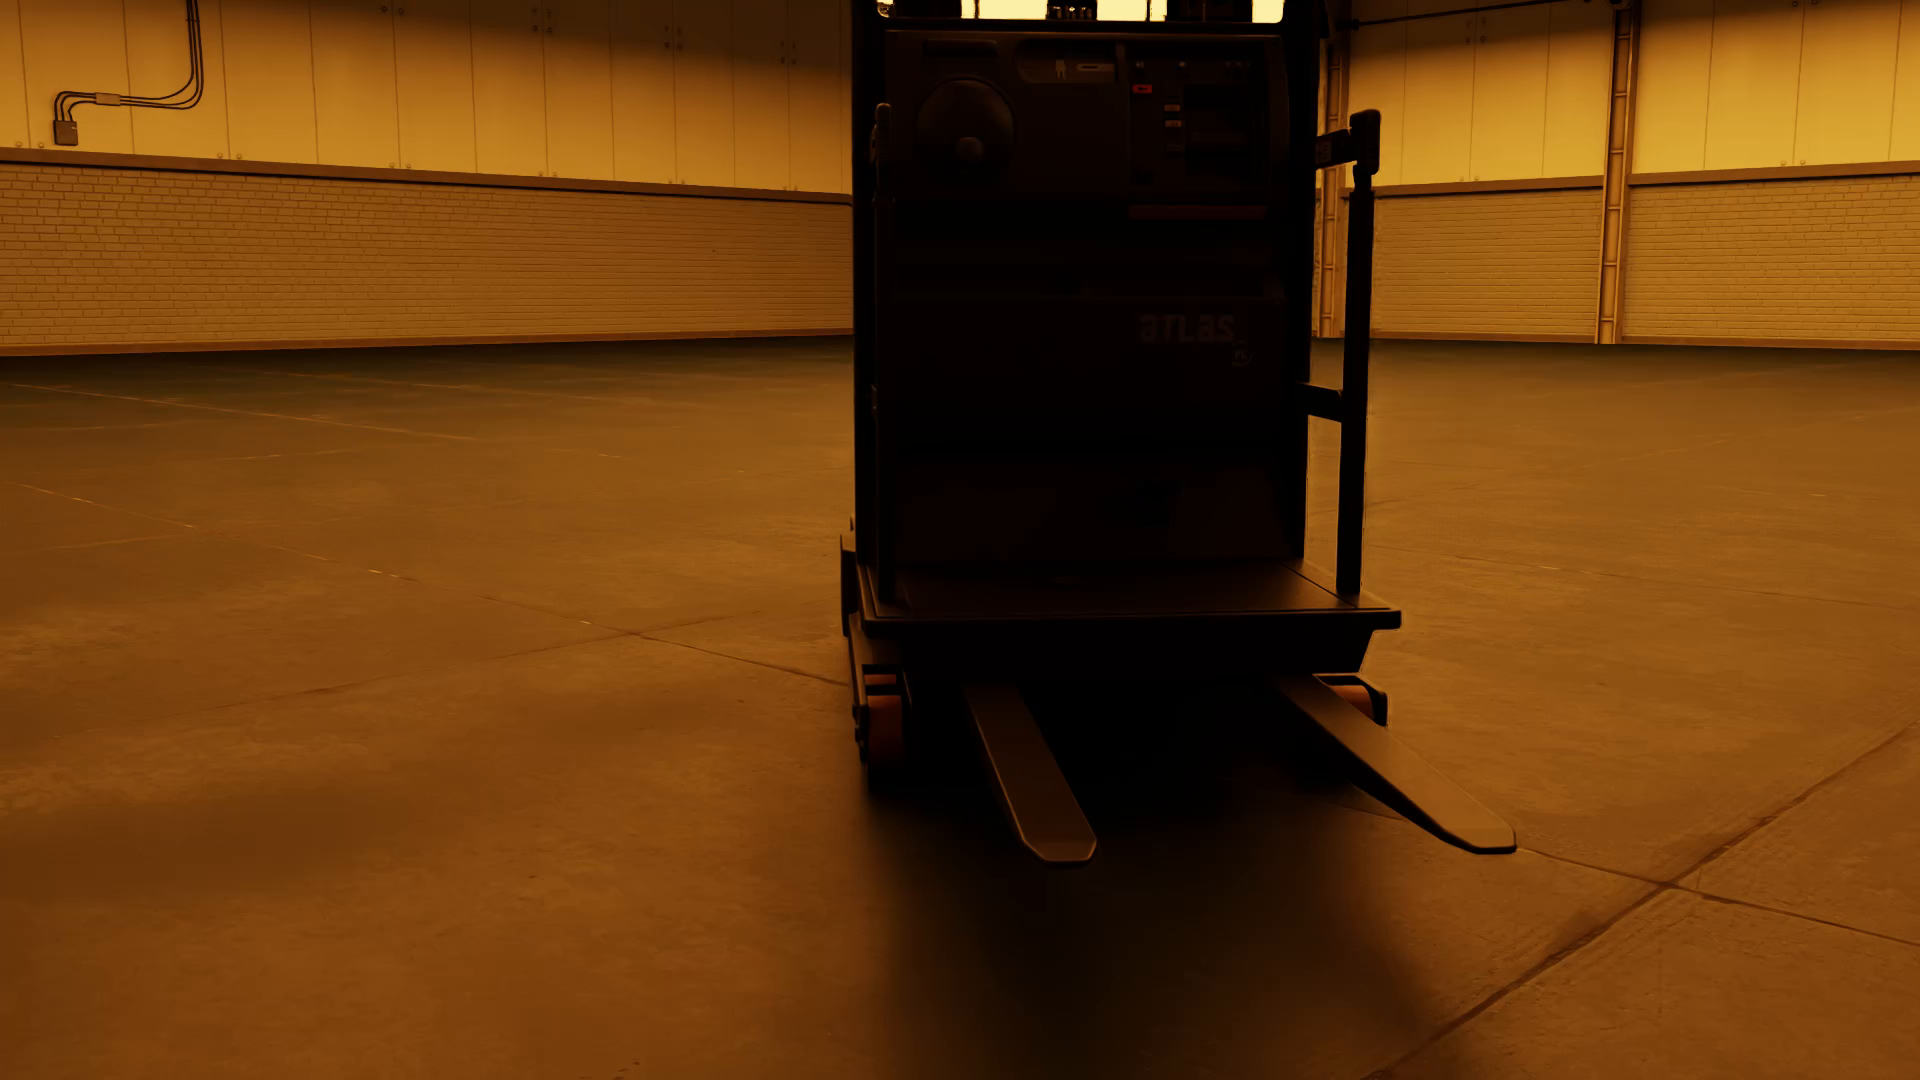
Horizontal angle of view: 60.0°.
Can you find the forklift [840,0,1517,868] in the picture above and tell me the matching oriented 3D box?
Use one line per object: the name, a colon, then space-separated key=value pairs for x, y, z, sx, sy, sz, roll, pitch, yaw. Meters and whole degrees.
forklift: x=0.313 y=-1.015 z=3.612 sx=1.130 sy=2.935 sz=3.031 roll=-1 pitch=9 yaw=-5
